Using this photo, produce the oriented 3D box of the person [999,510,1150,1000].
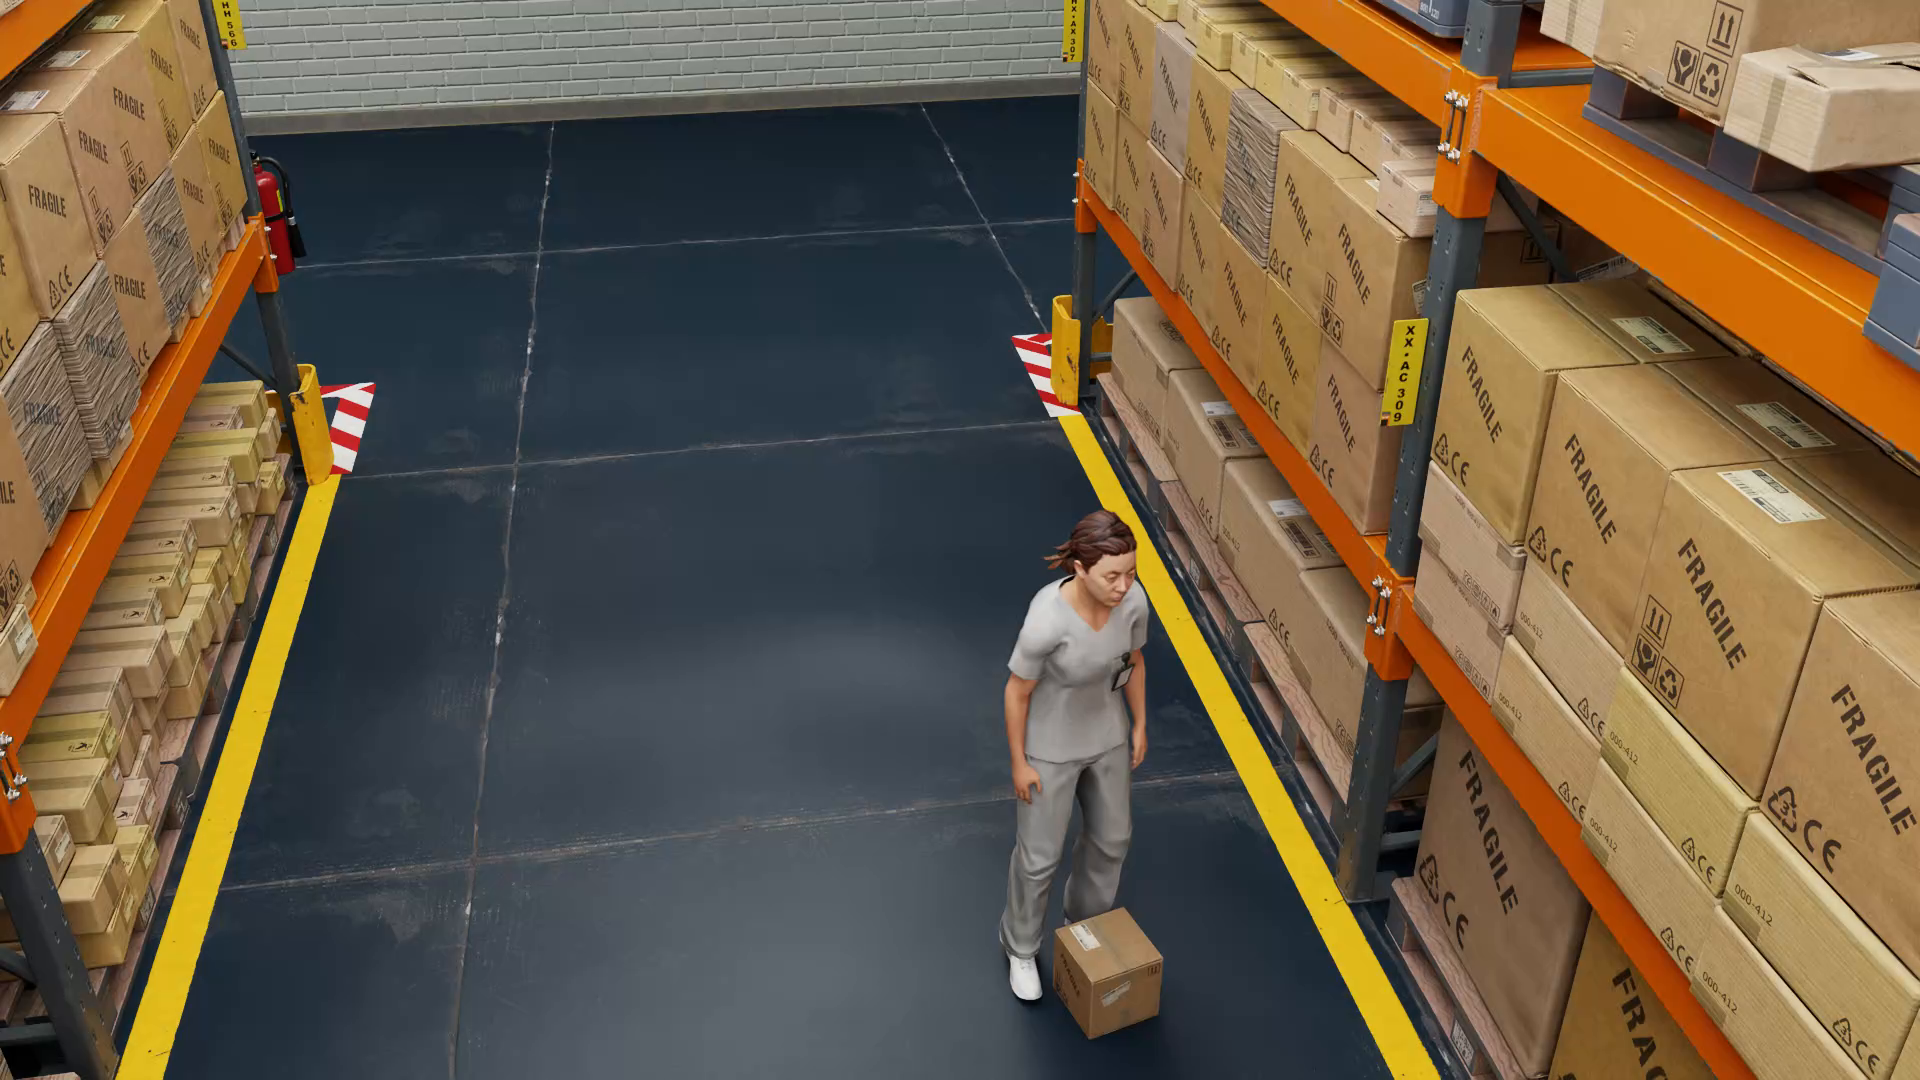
[{"bbox_3d":[0.355,0.636,5.067,0.508,1.671,0.362,-15,34,-23],"label":"person"}]
